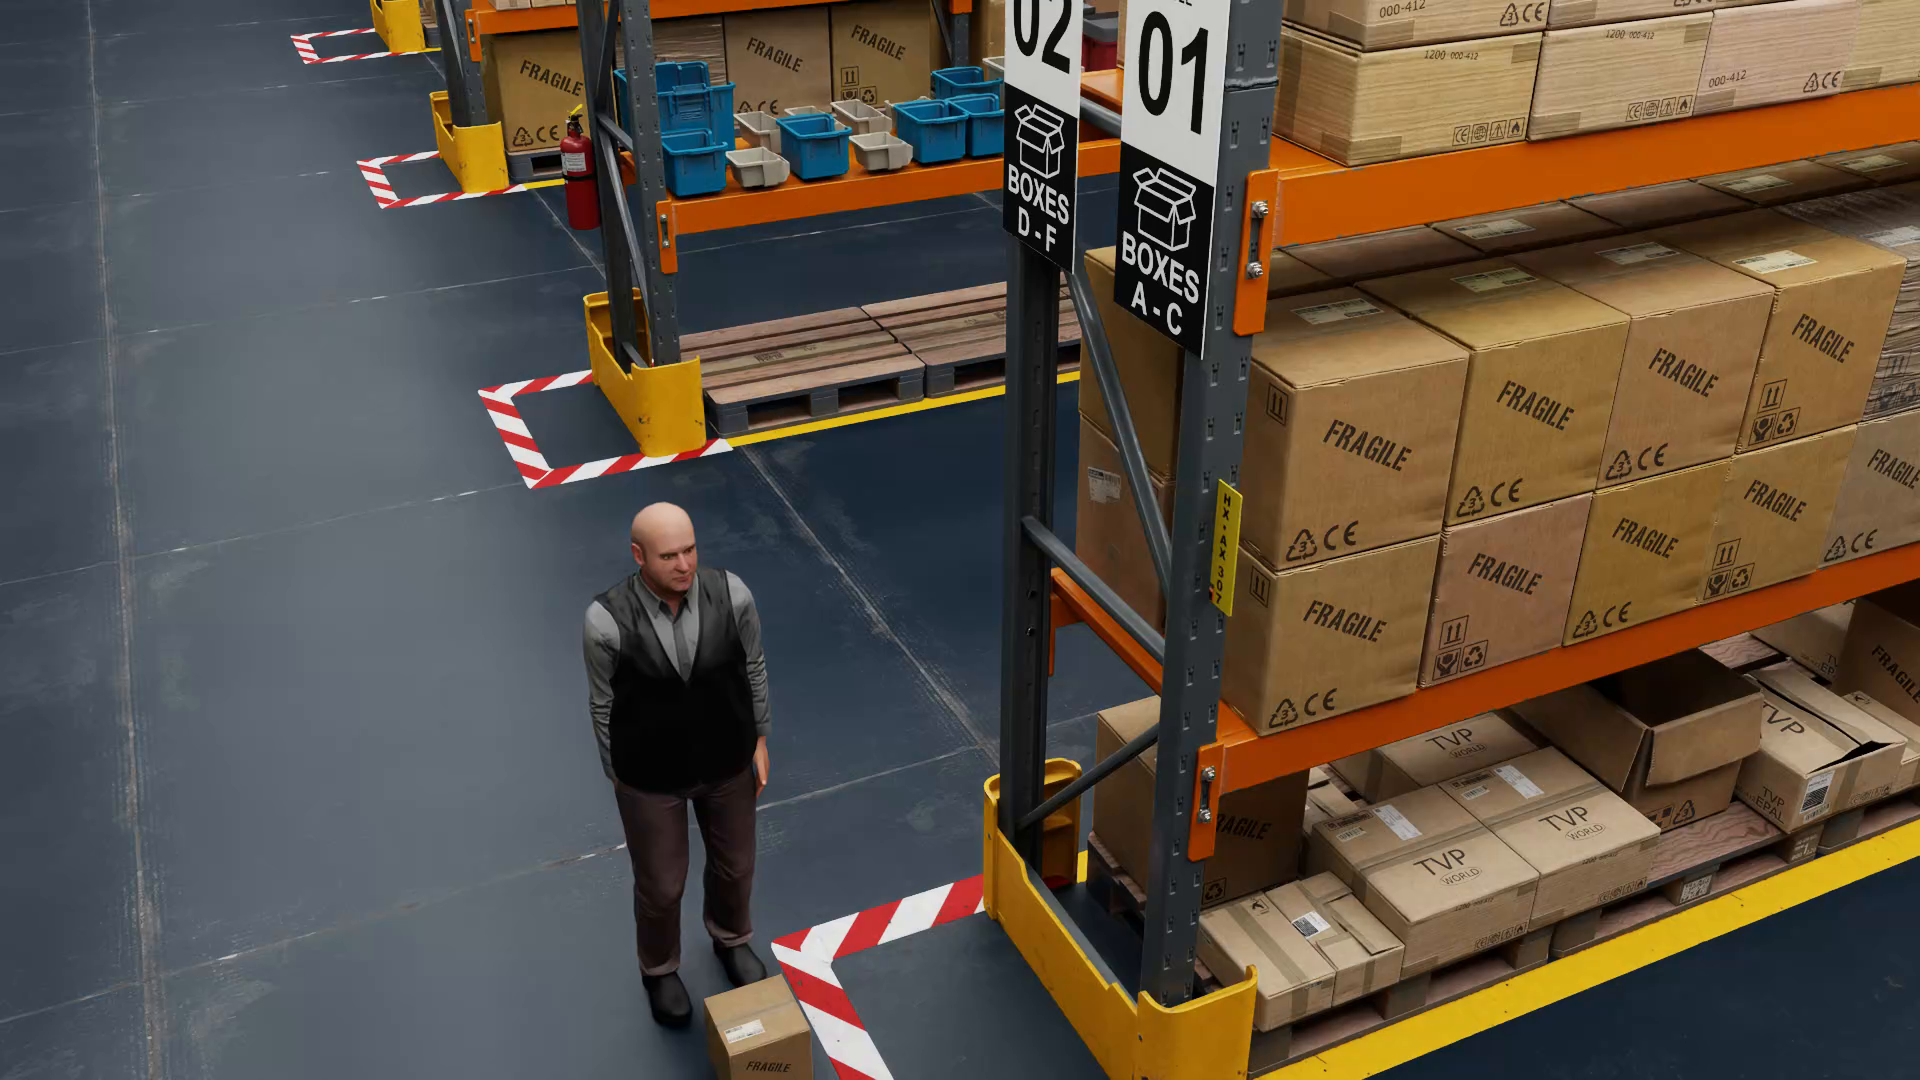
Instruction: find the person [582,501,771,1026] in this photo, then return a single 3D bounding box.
[{"bbox_3d":[-0.807,0.671,4.966,0.532,1.719,0.360,-14,32,-23],"label":"person"}]
